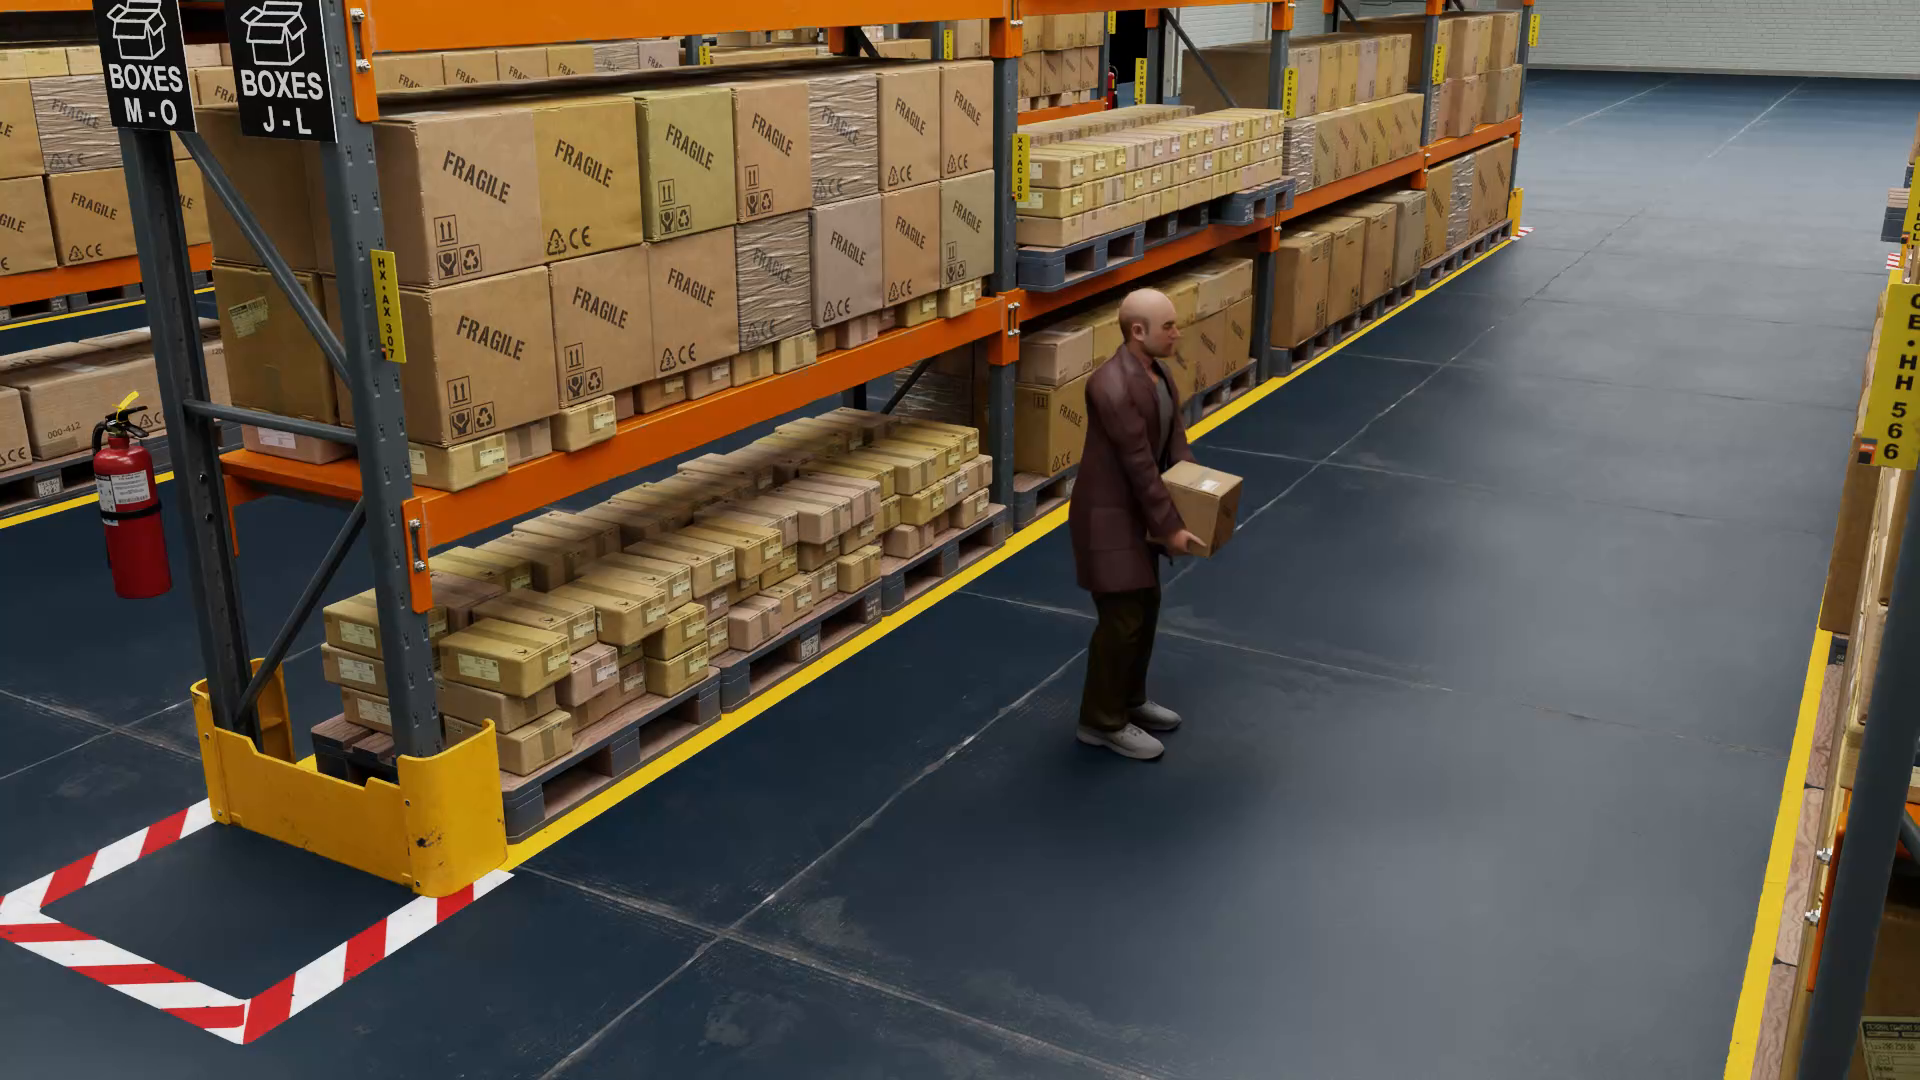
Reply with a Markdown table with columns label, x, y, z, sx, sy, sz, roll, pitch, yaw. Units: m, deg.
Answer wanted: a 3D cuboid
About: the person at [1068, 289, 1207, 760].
| label | x | y | z | sx | sy | sz | roll | pitch | yaw |
| --- | --- | --- | --- | --- | --- | --- | --- | --- | --- |
| person | 0.704 | -0.056 | 6.265 | 0.575 | 1.776 | 0.525 | 10 | 21 | 27 |
